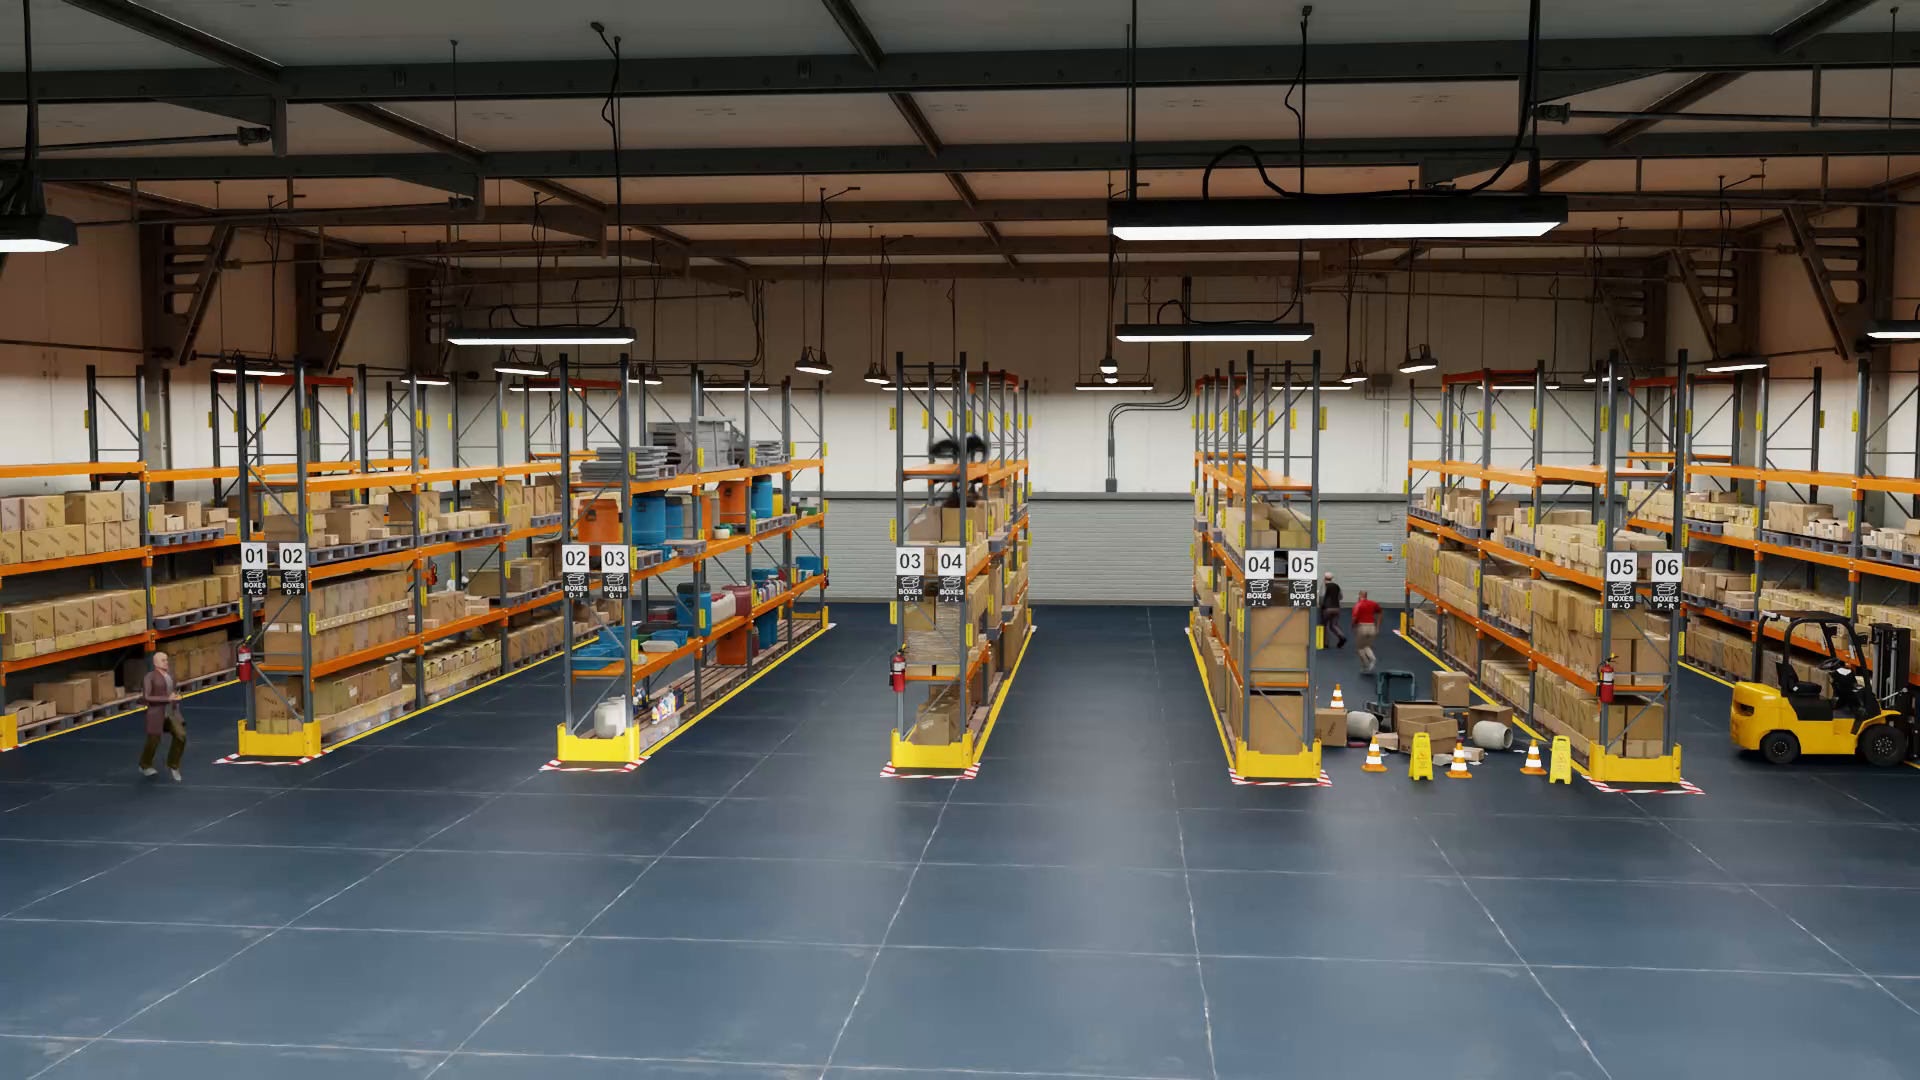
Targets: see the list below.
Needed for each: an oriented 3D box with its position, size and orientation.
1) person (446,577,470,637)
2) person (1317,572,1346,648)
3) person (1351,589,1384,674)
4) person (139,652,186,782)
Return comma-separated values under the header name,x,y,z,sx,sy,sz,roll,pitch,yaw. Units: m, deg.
name,x,y,z,sx,sy,sz,roll,pitch,yaw
person,-11.687,1.442,38.848,0.552,1.616,0.905,0,4,-4
person,8.201,1.569,36.609,0.659,1.683,0.824,-2,4,-21
person,8.095,1.825,33.045,0.718,1.681,0.580,-1,4,-15
person,-11.128,2.475,23.184,0.910,1.836,0.659,2,5,29
